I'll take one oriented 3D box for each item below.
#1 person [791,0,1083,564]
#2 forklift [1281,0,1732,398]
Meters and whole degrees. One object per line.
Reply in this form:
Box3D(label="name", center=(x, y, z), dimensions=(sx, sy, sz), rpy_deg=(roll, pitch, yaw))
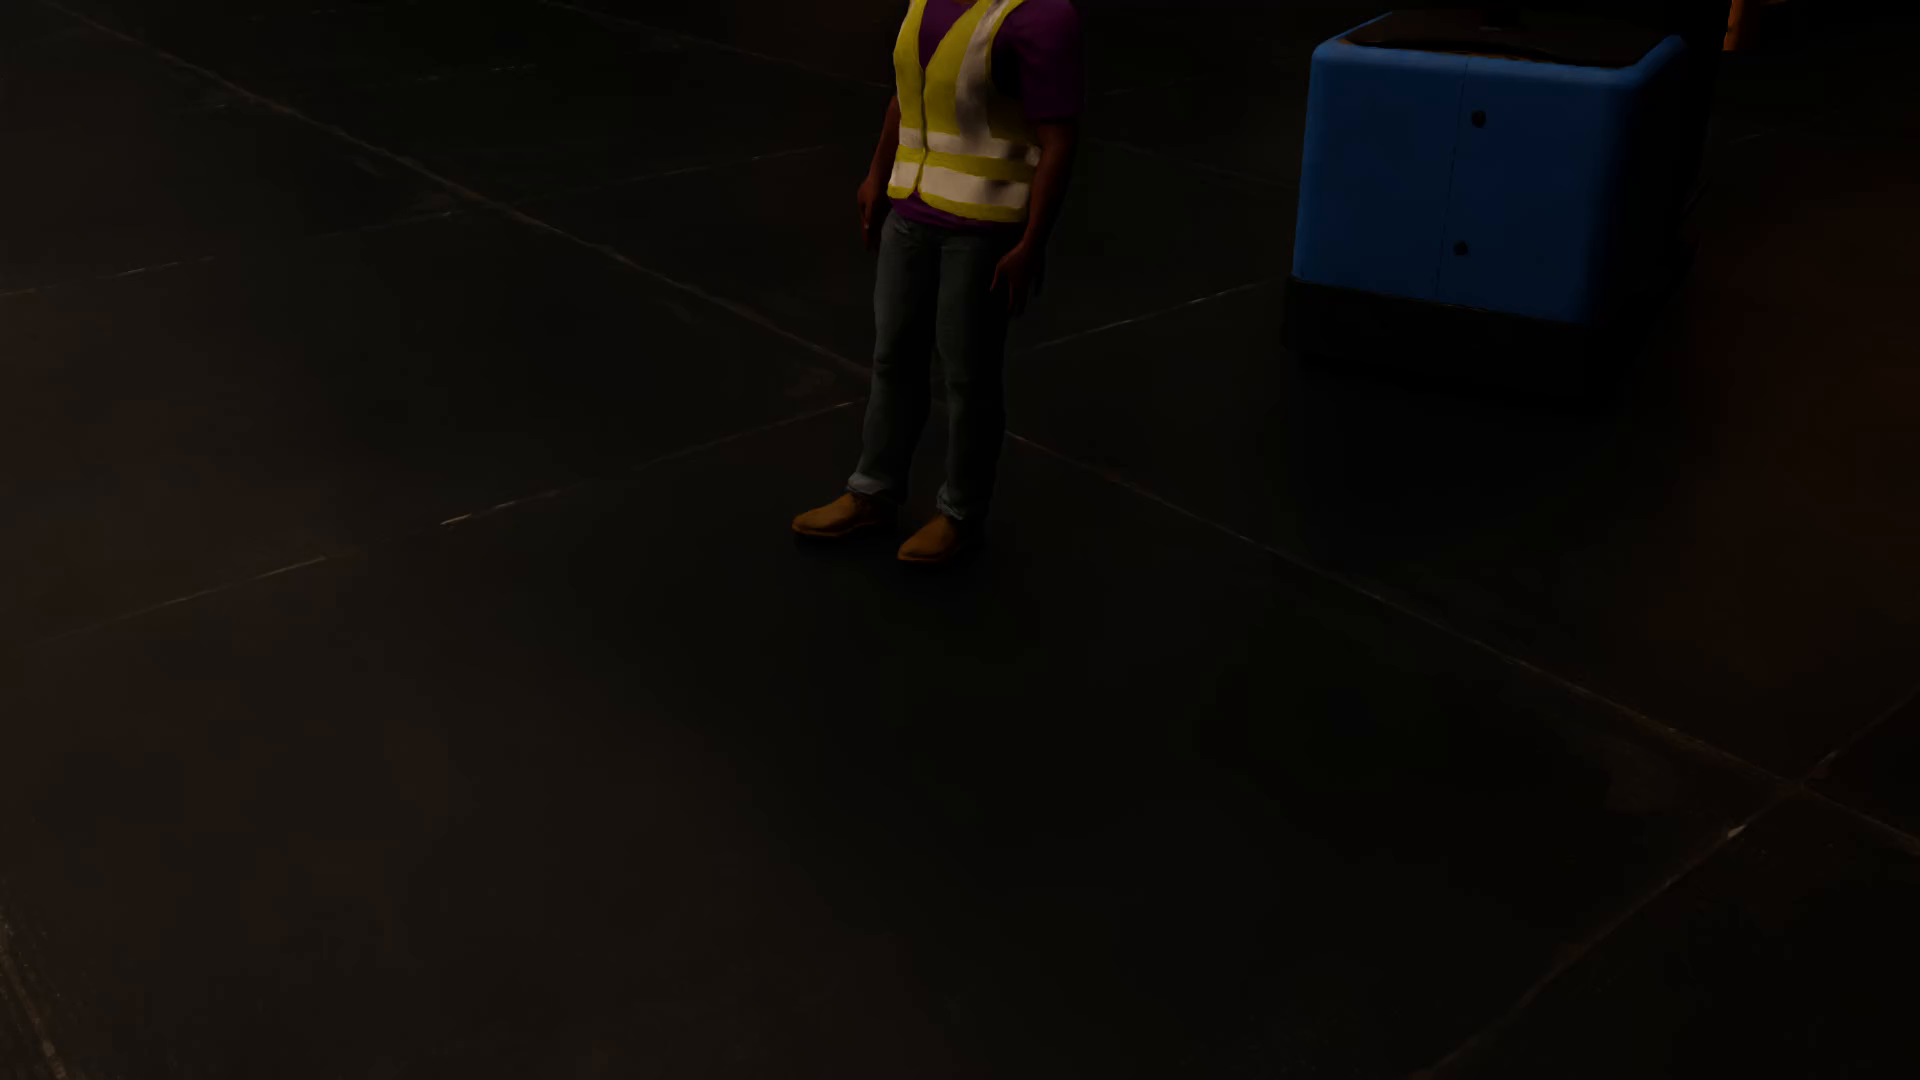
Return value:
Box3D(label="person", center=(-0.057, -0.777, 4.070), dimensions=(0.576, 1.760, 0.665), rpy_deg=(-20, 33, -35))
Box3D(label="forklift", center=(2.279, -2.376, 5.993), dimensions=(1.130, 2.935, 3.031), rpy_deg=(14, 30, 27))
